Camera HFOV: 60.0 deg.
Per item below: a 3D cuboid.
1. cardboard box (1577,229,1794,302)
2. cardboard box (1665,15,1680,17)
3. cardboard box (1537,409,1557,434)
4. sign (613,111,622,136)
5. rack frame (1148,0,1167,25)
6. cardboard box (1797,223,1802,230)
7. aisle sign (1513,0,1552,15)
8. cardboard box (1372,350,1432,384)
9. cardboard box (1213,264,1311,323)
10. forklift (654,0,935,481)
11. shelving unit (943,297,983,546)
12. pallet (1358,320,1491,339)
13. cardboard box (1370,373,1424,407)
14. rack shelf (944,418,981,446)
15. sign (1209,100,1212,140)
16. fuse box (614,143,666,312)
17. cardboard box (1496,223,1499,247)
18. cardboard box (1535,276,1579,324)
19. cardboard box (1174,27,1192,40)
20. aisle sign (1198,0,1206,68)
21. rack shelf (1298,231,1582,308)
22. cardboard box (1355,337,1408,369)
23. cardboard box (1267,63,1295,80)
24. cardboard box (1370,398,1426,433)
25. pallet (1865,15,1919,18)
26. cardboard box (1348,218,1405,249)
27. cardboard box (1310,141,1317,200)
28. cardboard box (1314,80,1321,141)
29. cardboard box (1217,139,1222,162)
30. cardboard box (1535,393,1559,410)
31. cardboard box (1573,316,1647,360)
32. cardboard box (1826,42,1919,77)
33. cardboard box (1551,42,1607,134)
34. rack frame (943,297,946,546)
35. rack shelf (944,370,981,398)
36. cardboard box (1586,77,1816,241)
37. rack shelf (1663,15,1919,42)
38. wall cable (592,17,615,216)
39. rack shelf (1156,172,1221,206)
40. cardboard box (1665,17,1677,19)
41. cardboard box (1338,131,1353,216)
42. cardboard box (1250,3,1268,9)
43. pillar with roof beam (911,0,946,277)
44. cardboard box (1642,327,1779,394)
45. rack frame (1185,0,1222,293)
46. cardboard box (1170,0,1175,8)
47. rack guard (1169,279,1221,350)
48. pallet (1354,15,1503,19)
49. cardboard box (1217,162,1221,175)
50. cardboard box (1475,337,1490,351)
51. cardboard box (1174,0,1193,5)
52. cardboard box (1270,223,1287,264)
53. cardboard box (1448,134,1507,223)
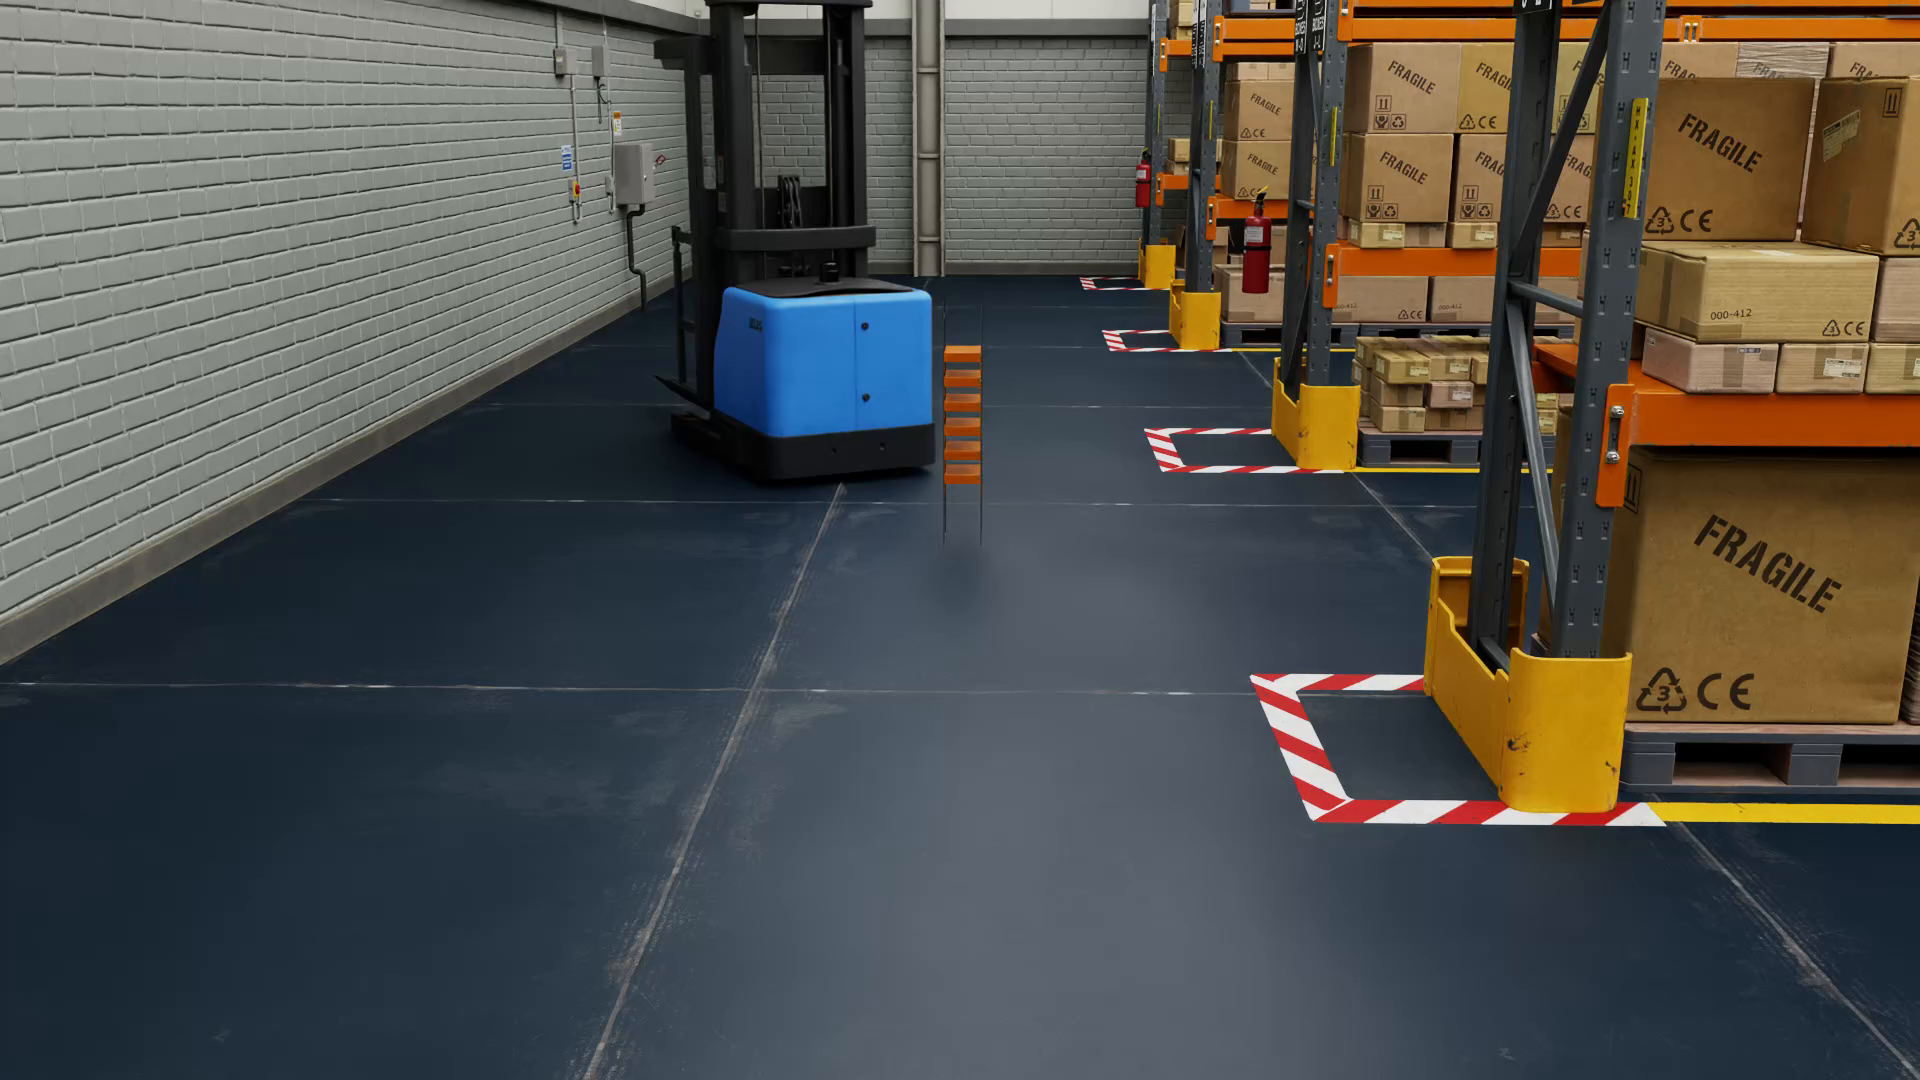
[{"bbox_3d":[2.404,-0.891,5.548,0.500,0.250,0.500,0,15,1],"label":"cardboard box"},{"bbox_3d":[8.113,-5.996,18.778,0.250,0.149,0.380,1,15,3],"label":"cardboard box"},{"bbox_3d":[3.421,-0.749,10.062,0.250,0.149,0.380,1,15,2],"label":"cardboard box"},{"bbox_3d":[-3.480,-4.234,16.891,0.001,0.242,0.339,0,15,1],"label":"sign"},{"bbox_3d":[2.289,-7.449,18.934,0.127,3.000,1.000,0,15,1],"label":"rack frame"},{"bbox_3d":[4.792,-1.807,9.801,0.250,0.149,0.380,0,15,-1],"label":"cardboard box"},{"bbox_3d":[1.849,-2.089,5.282,0.004,0.787,0.394,0,15,1],"label":"aisle sign"},{"bbox_3d":[2.656,-1.041,10.007,0.250,0.149,0.380,0,15,-1],"label":"cardboard box"},{"bbox_3d":[2.828,-2.268,15.255,0.875,0.438,0.875,0,15,0],"label":"cardboard box"},{"bbox_3d":[-1.240,-2.085,10.498,1.130,2.935,3.031,-7,16,-25],"label":"forklift"},{"bbox_3d":[0.014,-0.580,8.187,0.189,1.200,0.258,0,15,1],"label":"shelving unit"},{"bbox_3d":[4.184,-1.940,15.280,1.213,0.211,1.003,0,15,1],"label":"pallet"},{"bbox_3d":[2.658,-0.919,10.125,0.250,0.149,0.380,1,15,4],"label":"cardboard box"},{"bbox_3d":[0.014,-0.537,8.198,0.180,0.103,0.258,0,15,1],"label":"rack shelf"},{"bbox_3d":[2.146,-3.598,14.244,0.005,0.325,0.100,0,15,1],"label":"sign"},{"bbox_3d":[-3.272,-3.225,17.209,0.414,1.711,0.539,0,15,1],"label":"fuse box"},{"bbox_3d":[3.242,-1.839,9.922,0.250,0.149,0.380,1,15,4],"label":"cardboard box"},{"bbox_3d":[5.540,-2.252,15.195,0.875,0.438,0.875,0,15,1],"label":"cardboard box"},{"bbox_3d":[2.602,-5.816,19.116,0.250,0.149,0.380,1,15,3],"label":"cardboard box"},{"bbox_3d":[2.087,-4.466,14.291,0.004,0.787,0.394,0,15,1],"label":"aisle sign"},{"bbox_3d":[4.140,-1.658,10.156,4.000,0.370,1.077,0,15,1],"label":"rack shelf"},{"bbox_3d":[2.676,-1.193,10.580,0.250,0.149,0.380,1,15,2],"label":"cardboard box"},{"bbox_3d":[2.778,-4.071,14.464,0.250,0.149,0.380,1,15,3],"label":"cardboard box"},{"bbox_3d":[2.656,-0.759,10.101,0.250,0.149,0.380,1,15,3],"label":"cardboard box"},{"bbox_3d":[8.400,-4.586,14.334,1.213,0.211,1.003,1,15,4],"label":"pallet"},{"bbox_3d":[2.456,-1.812,9.821,0.250,0.149,0.380,0,15,1],"label":"cardboard box"},{"bbox_3d":[3.145,-3.258,14.613,0.500,0.500,0.500,0,15,1],"label":"cardboard box"},{"bbox_3d":[3.155,-3.737,14.467,0.500,0.500,0.500,0,15,0],"label":"cardboard box"},{"bbox_3d":[3.240,-4.545,19.396,0.500,0.250,0.500,1,15,2],"label":"cardboard box"},{"bbox_3d":[3.431,-0.894,10.032,0.250,0.149,0.380,1,15,3],"label":"cardboard box"},{"bbox_3d":[2.277,-0.715,5.663,0.250,0.149,0.380,1,15,2],"label":"cardboard box"},{"bbox_3d":[5.145,-2.605,9.595,0.500,0.500,0.500,0,15,0],"label":"cardboard box"},{"bbox_3d":[3.607,-2.614,9.627,0.500,0.500,0.500,0,15,0],"label":"cardboard box"},{"bbox_3d":[-0.077,-0.581,8.189,0.006,1.200,0.240,0,15,1],"label":"rack frame"},{"bbox_3d":[0.014,-0.769,8.137,0.180,0.103,0.258,0,15,1],"label":"rack shelf"},{"bbox_3d":[2.407,-1.253,5.449,0.500,0.500,0.500,1,15,2],"label":"cardboard box"},{"bbox_3d":[8.164,-4.346,14.462,4.000,0.370,1.077,0,15,1],"label":"rack shelf"},{"bbox_3d":[-3.447,-4.166,16.259,0.122,1.984,0.588,0,15,1],"label":"wall cable"},{"bbox_3d":[4.288,-4.187,19.741,4.000,0.370,1.077,0,15,1],"label":"rack shelf"},{"bbox_3d":[8.139,-6.122,19.256,0.250,0.149,0.380,0,15,2],"label":"cardboard box"},{"bbox_3d":[2.596,-2.274,10.301,0.500,0.500,0.500,1,15,3],"label":"cardboard box"},{"bbox_3d":[3.234,-5.999,19.030,0.500,0.250,0.500,1,15,2],"label":"cardboard box"},{"bbox_3d":[-0.493,-6.598,15.710,0.400,9.000,9.100,0,15,1],"label":"pillar with roof beam"},{"bbox_3d":[2.259,-0.547,5.026,0.250,0.149,0.380,1,15,2],"label":"cardboard box"},{"bbox_3d":[2.166,-3.282,14.901,0.127,3.000,1.000,0,15,1],"label":"rack frame"},{"bbox_3d":[2.740,-6.380,19.492,0.500,0.250,0.500,0,15,0],"label":"cardboard box"},{"bbox_3d":[2.142,-2.074,15.220,0.348,0.500,1.175,0,15,1],"label":"rack guard"},{"bbox_3d":[4.131,-4.680,14.494,1.213,0.211,1.003,0,15,1],"label":"pallet"},{"bbox_3d":[3.130,-4.372,19.523,0.250,0.149,0.380,0,15,1],"label":"cardboard box"},{"bbox_3d":[3.445,-1.189,10.567,0.250,0.149,0.380,0,15,-1],"label":"cardboard box"},{"bbox_3d":[2.726,-6.245,18.980,0.500,0.250,0.500,0,15,1],"label":"cardboard box"},{"bbox_3d":[3.752,-3.499,19.799,0.500,0.500,0.700,1,15,4],"label":"cardboard box"},{"bbox_3d":[3.118,-2.141,9.796,0.500,0.500,0.500,0,15,2],"label":"cardboard box"}]
